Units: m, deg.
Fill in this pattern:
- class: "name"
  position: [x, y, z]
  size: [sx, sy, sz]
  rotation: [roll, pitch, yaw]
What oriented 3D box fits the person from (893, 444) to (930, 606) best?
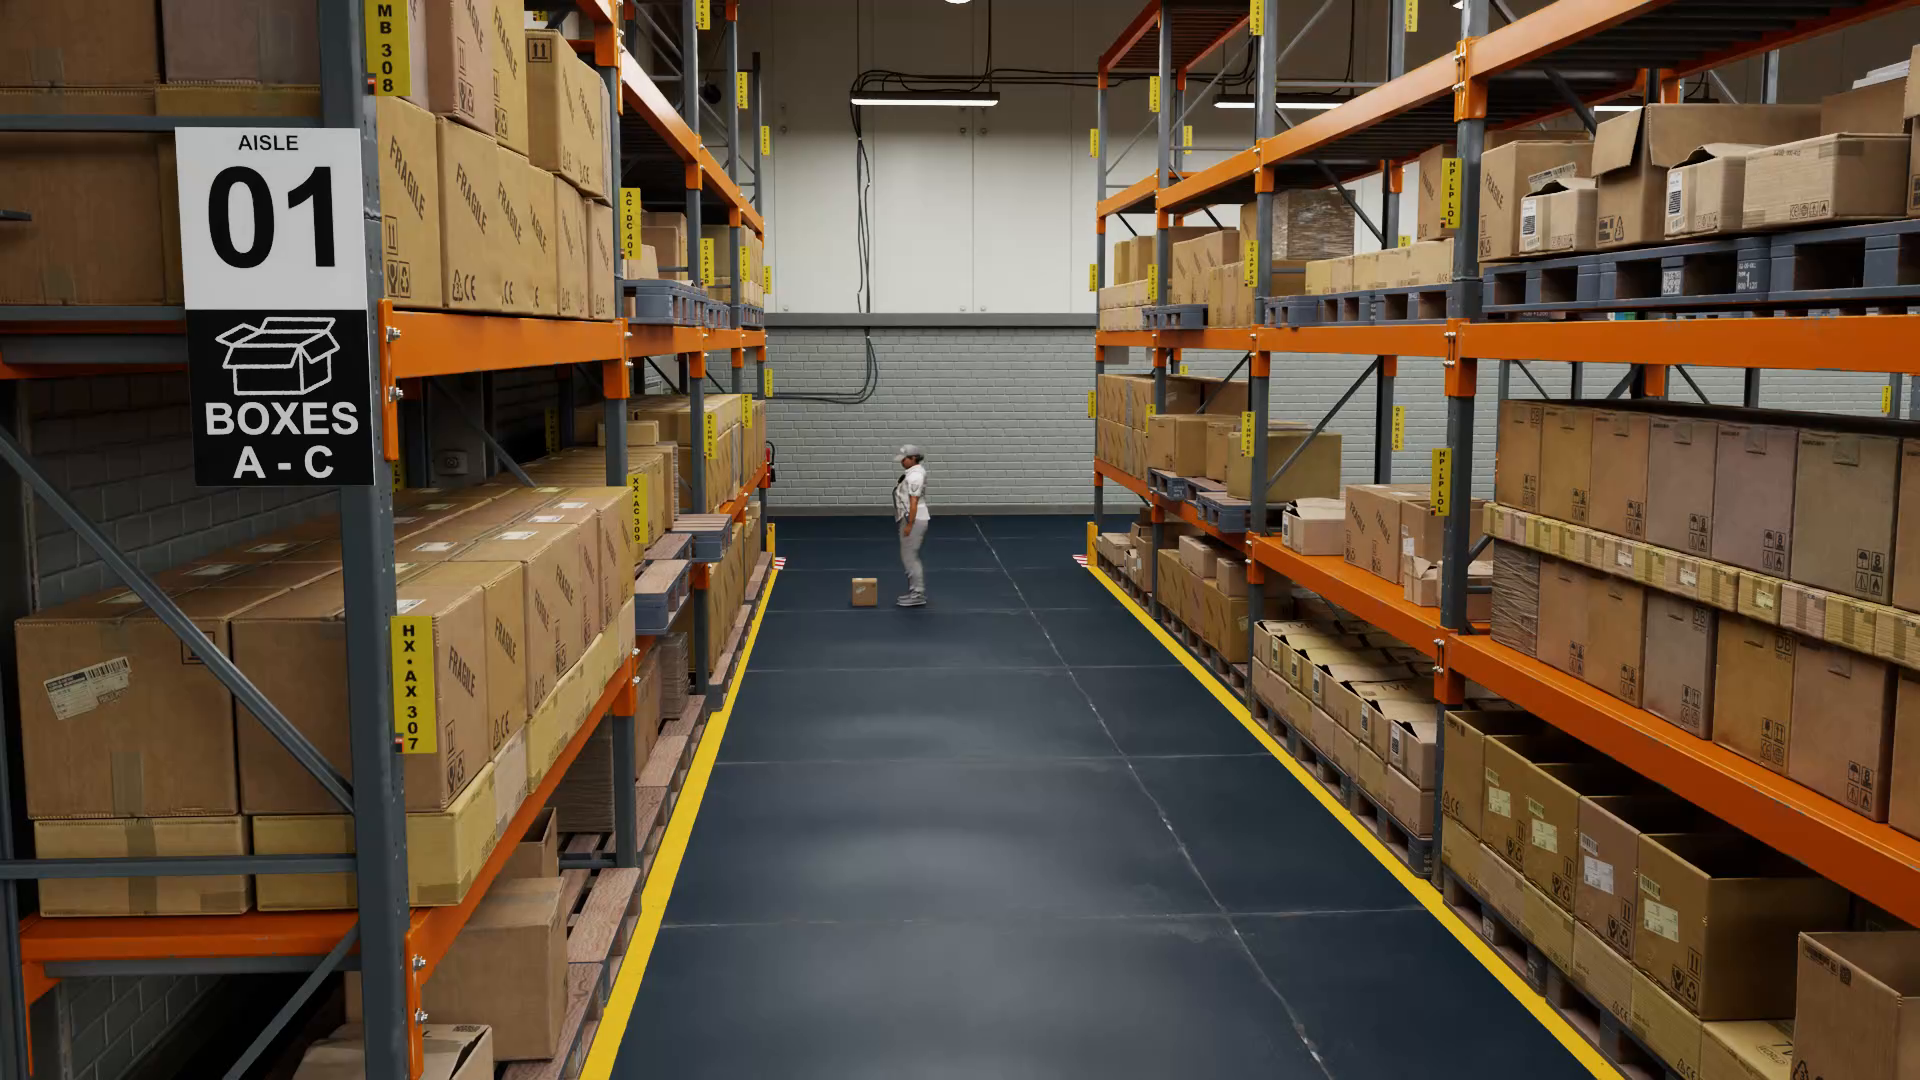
- class: "person"
  position: [-0.499, -0.159, 17.104]
  size: [0.389, 1.656, 0.473]
  rotation: [0, 7, -3]
